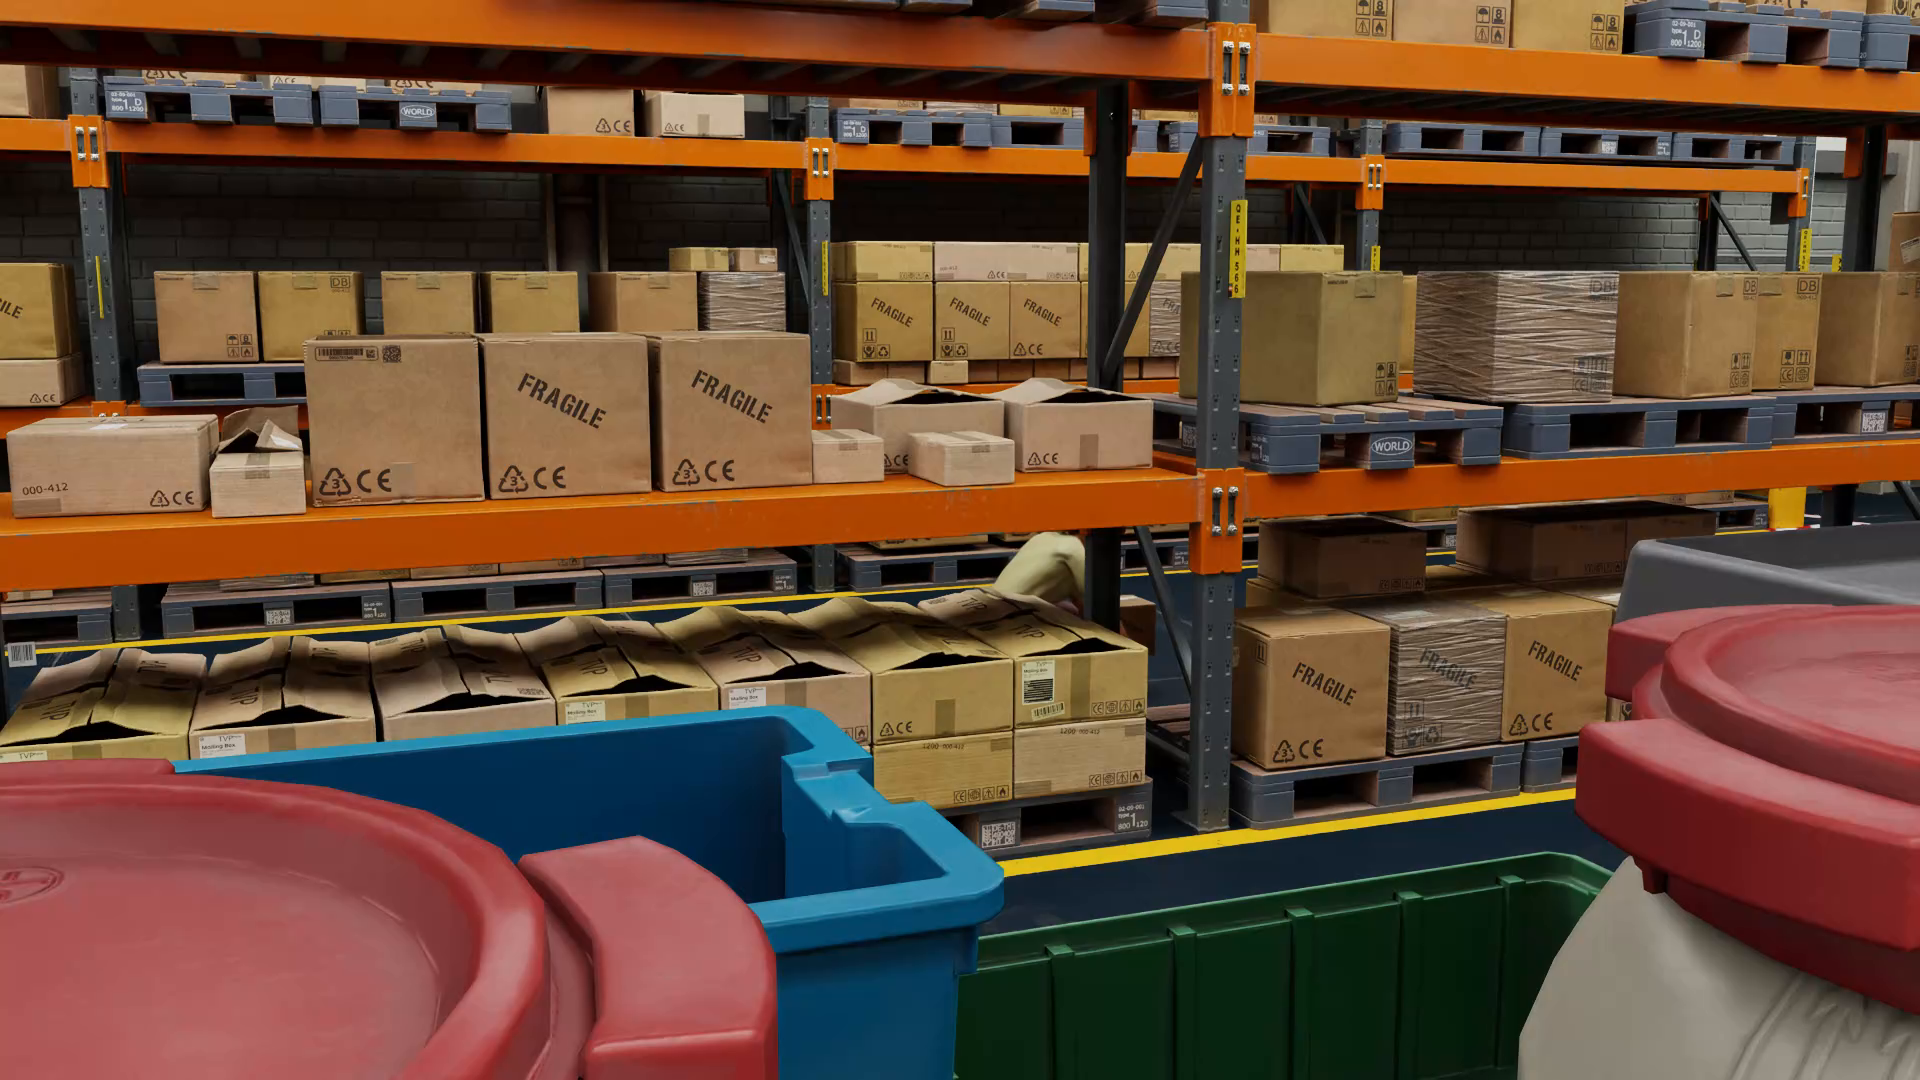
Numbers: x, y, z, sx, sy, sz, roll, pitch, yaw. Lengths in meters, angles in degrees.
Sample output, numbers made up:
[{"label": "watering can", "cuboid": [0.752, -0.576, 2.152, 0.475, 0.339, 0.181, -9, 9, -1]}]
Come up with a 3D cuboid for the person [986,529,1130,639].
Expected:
[{"label": "person", "cuboid": [0.469, 0.299, 7.887, 0.802, 0.933, 0.471, -3, 10, -20]}]
